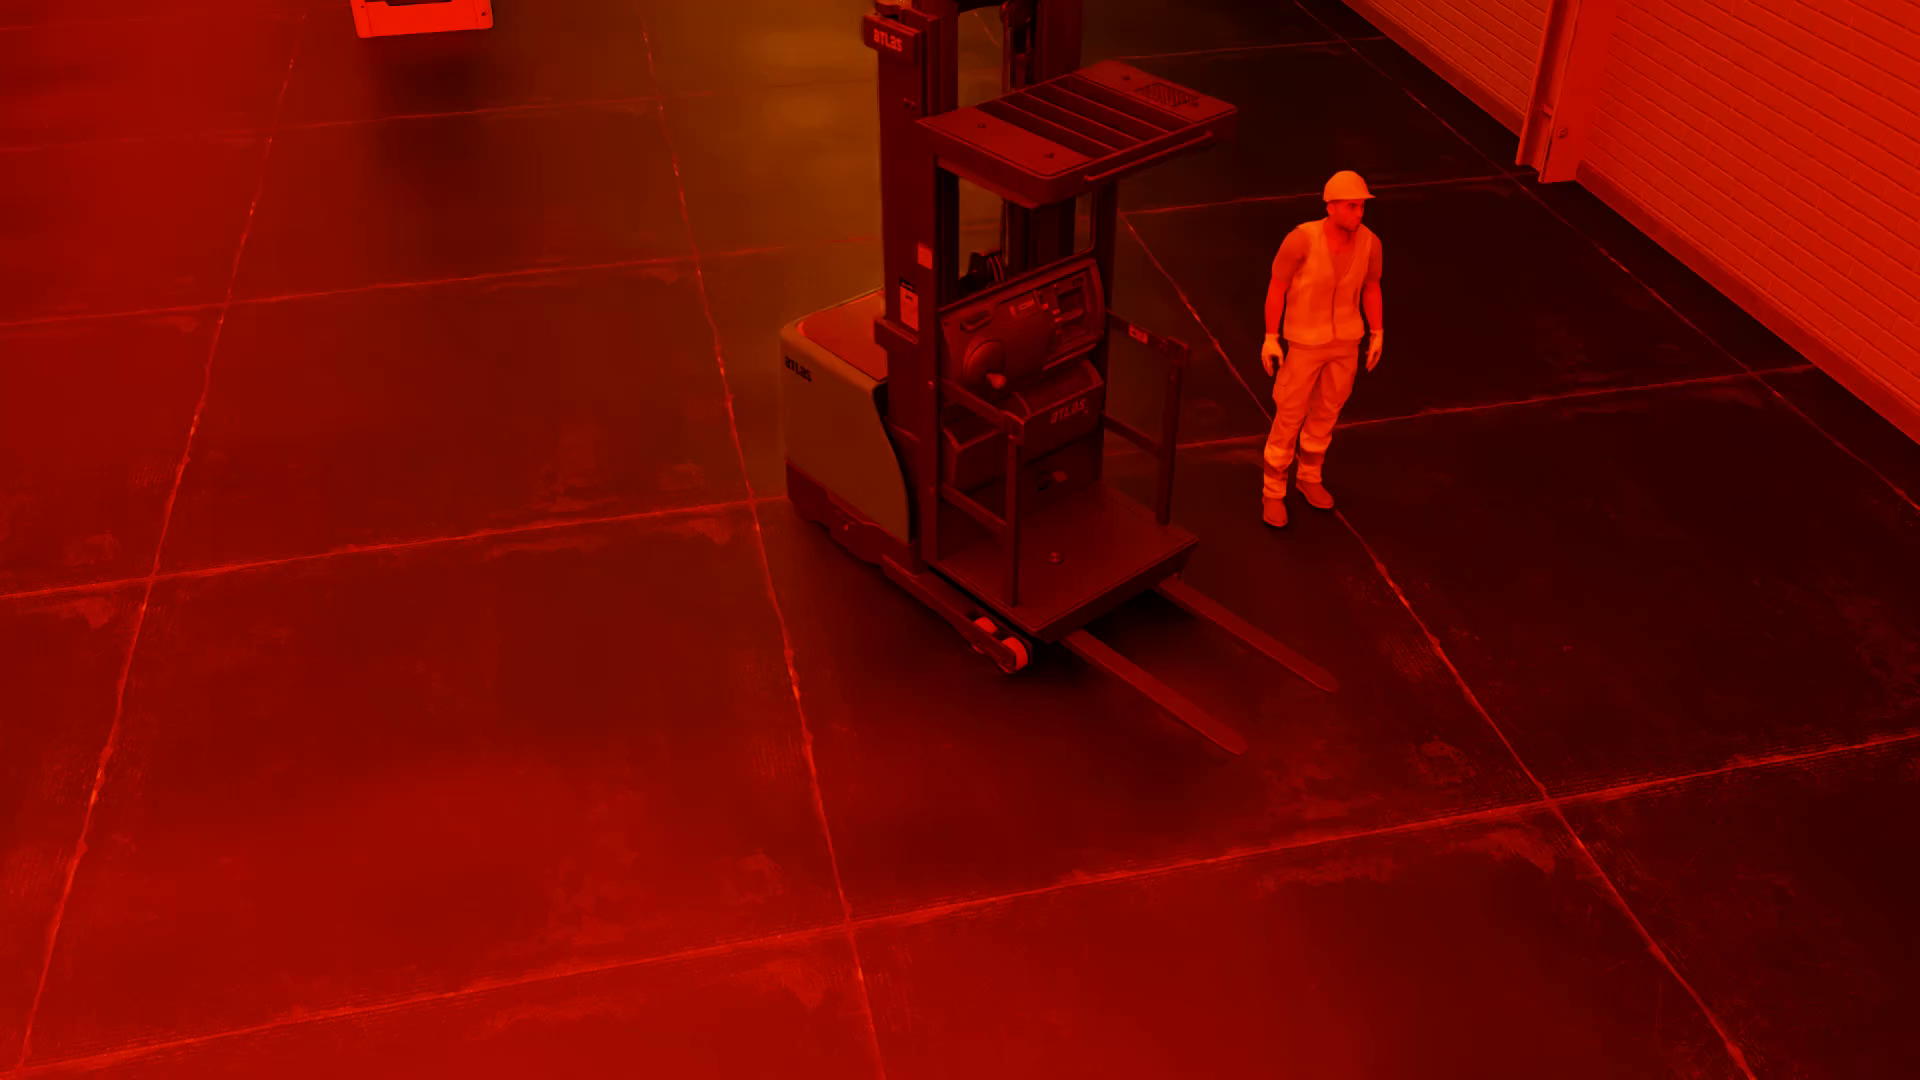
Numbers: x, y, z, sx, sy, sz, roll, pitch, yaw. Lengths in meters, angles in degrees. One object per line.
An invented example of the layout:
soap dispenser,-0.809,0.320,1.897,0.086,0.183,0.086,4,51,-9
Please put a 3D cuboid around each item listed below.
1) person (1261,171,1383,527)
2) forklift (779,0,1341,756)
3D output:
person,1.842,-0.955,8.348,0.647,1.793,0.542,-8,36,-10
forklift,0.431,-0.909,7.313,1.130,2.935,3.031,-27,44,-32
